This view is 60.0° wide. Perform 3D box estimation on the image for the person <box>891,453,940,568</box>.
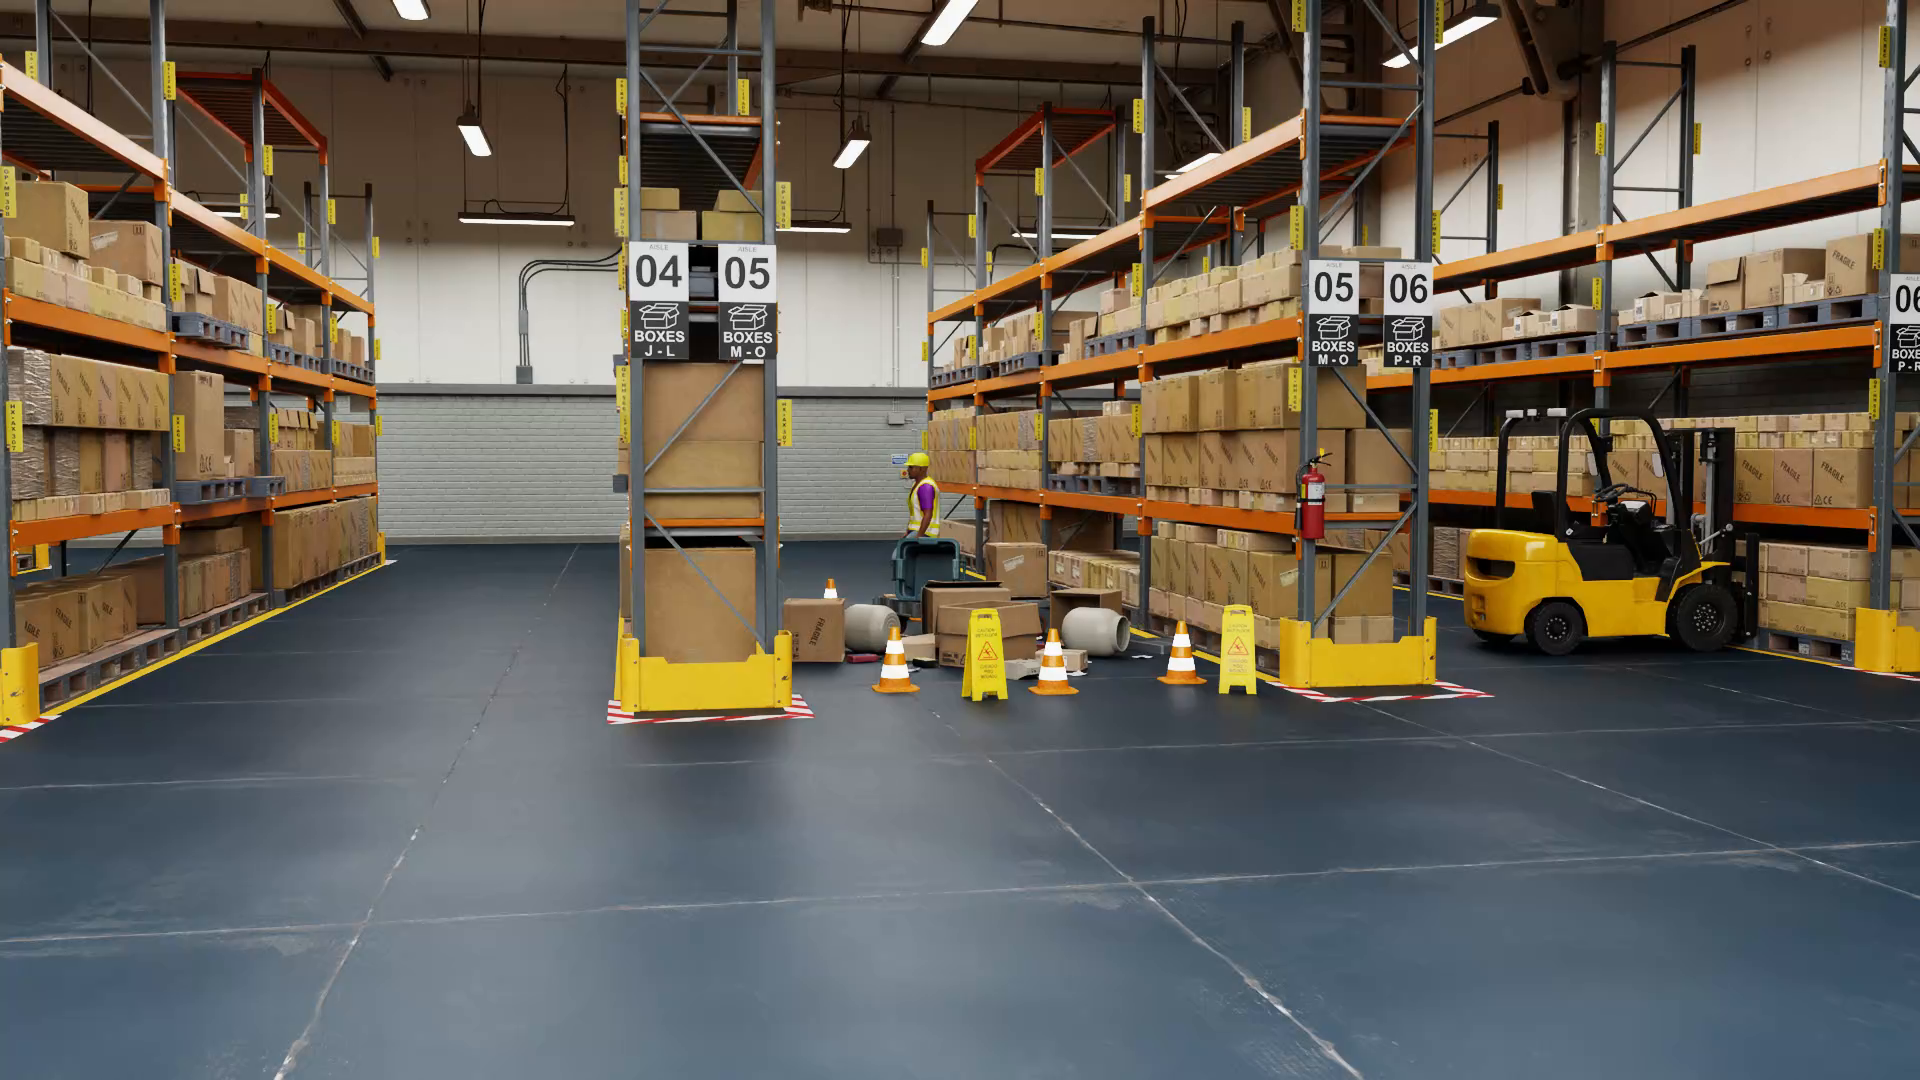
[{"bbox_3d":[-0.494,-0.046,17.742,0.550,1.766,0.632,-1,3,-12],"label":"person"}]
